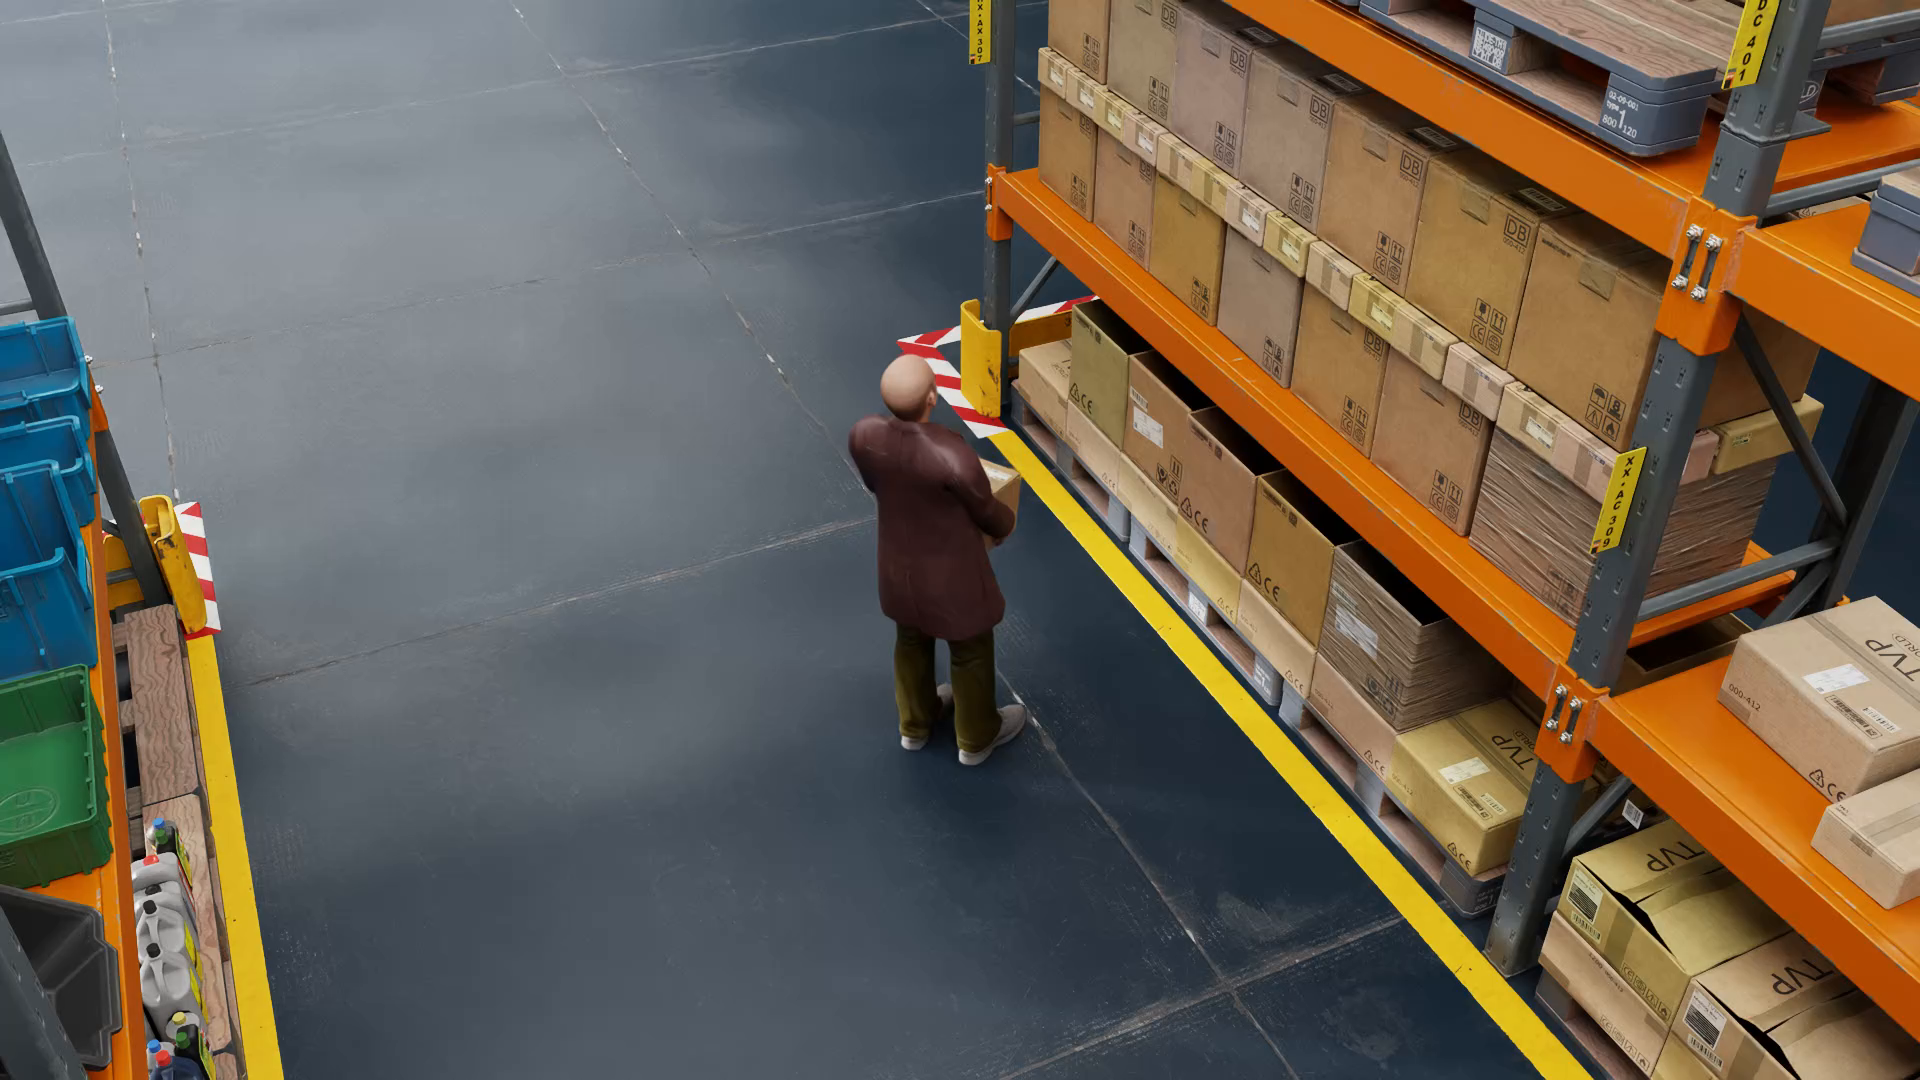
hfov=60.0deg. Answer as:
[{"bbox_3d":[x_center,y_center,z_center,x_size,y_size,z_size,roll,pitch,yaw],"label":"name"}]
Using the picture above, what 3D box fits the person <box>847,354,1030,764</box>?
[{"bbox_3d":[-0.069,0.048,6.094,0.557,1.780,0.529,21,42,26],"label":"person"}]
